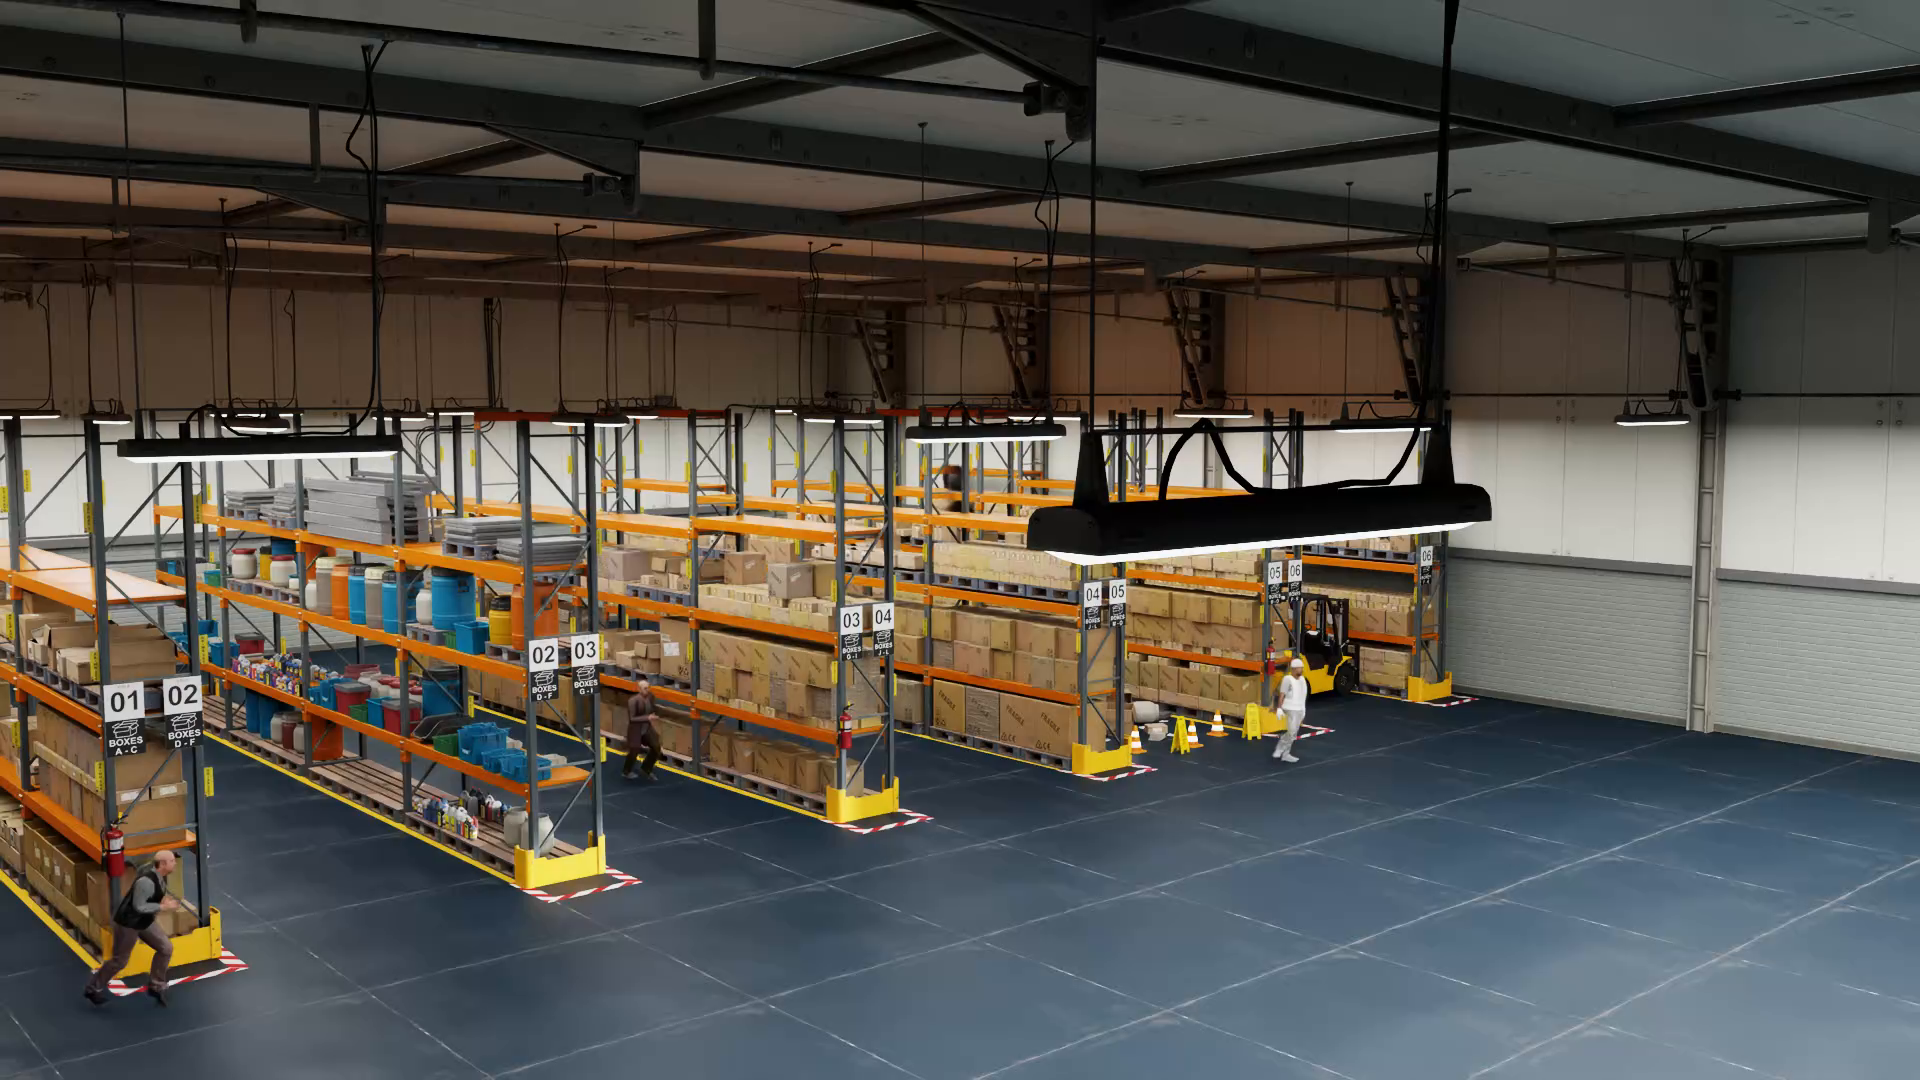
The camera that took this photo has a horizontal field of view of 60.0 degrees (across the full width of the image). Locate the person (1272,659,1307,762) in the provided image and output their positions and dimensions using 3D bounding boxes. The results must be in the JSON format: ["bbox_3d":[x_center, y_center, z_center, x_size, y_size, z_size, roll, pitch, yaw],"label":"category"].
[{"bbox_3d":[5.682,2.928,28.586,0.658,1.773,0.441,-5,7,-44],"label":"person"}]

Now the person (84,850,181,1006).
[{"bbox_3d":[-8.550,4.036,17.199,0.998,1.674,0.686,0,5,-5],"label":"person"}]

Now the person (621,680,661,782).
[{"bbox_3d":[-5.189,3.101,26.984,0.983,1.703,0.617,5,7,45],"label":"person"}]
